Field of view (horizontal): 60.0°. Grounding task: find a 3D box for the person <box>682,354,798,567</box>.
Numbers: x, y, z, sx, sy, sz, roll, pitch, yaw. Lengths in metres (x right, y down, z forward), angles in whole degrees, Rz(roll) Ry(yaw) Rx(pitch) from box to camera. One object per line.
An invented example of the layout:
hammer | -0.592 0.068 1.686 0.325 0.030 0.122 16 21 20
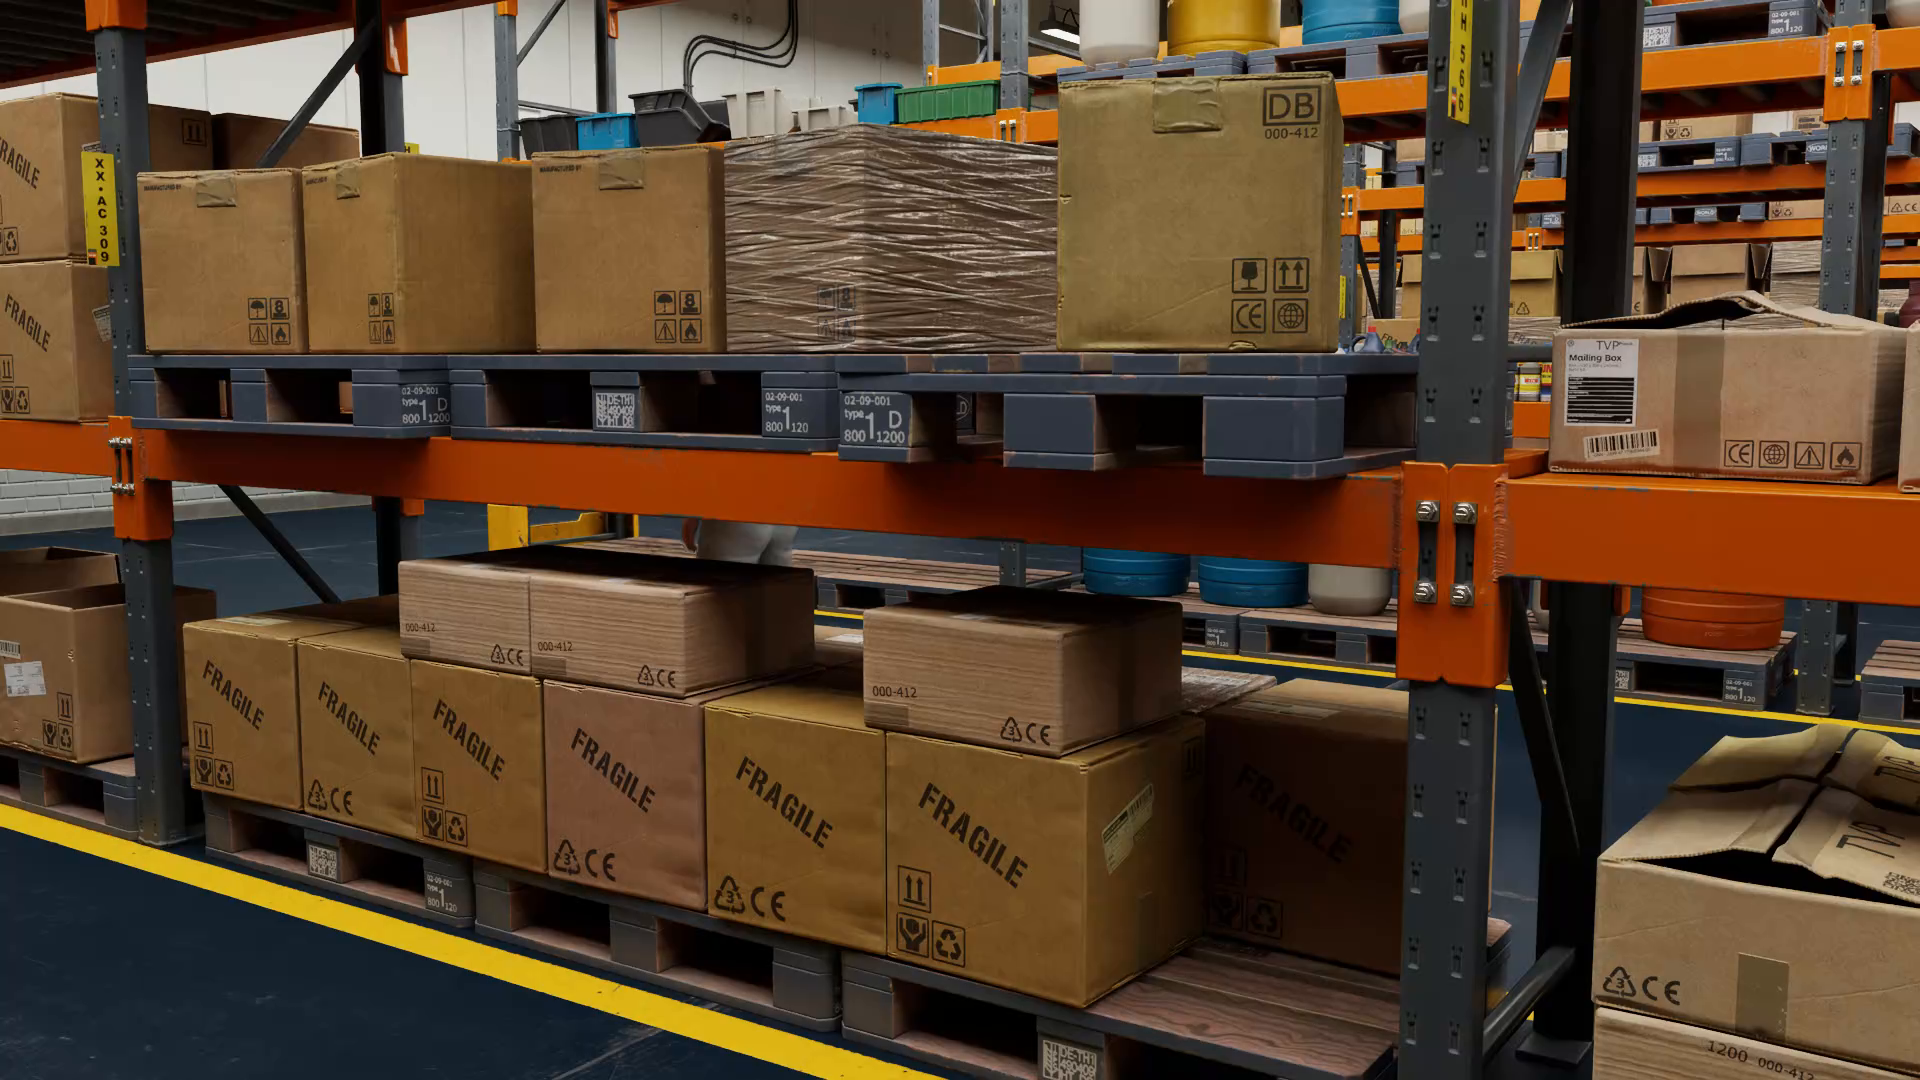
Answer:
person | -0.855 -0.101 6.645 0.434 1.751 0.563 4 7 32
